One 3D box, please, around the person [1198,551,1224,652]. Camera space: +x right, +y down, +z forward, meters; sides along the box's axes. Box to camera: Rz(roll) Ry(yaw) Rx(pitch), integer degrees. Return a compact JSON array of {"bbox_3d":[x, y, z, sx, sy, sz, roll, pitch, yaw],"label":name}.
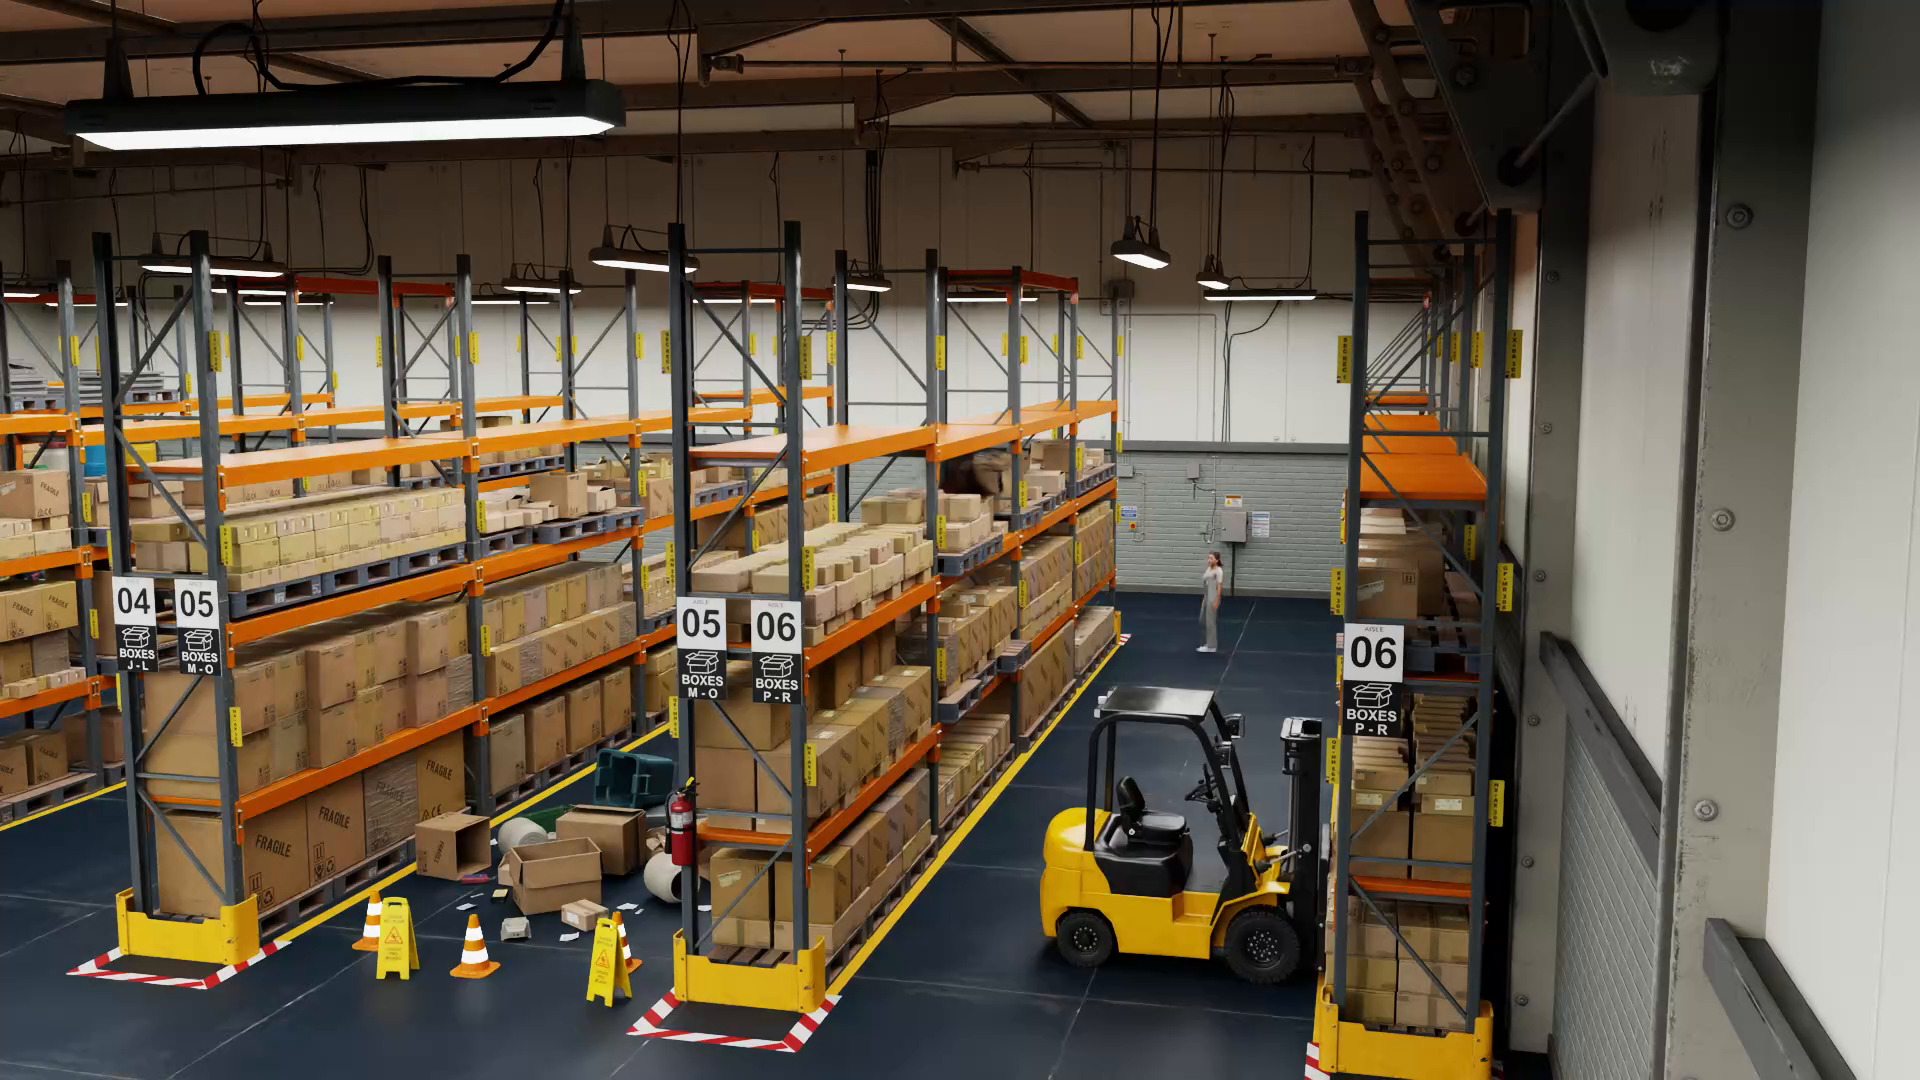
[{"bbox_3d":[4.130,1.043,27.387,0.408,1.733,0.512,-1,7,-7],"label":"person"}]
